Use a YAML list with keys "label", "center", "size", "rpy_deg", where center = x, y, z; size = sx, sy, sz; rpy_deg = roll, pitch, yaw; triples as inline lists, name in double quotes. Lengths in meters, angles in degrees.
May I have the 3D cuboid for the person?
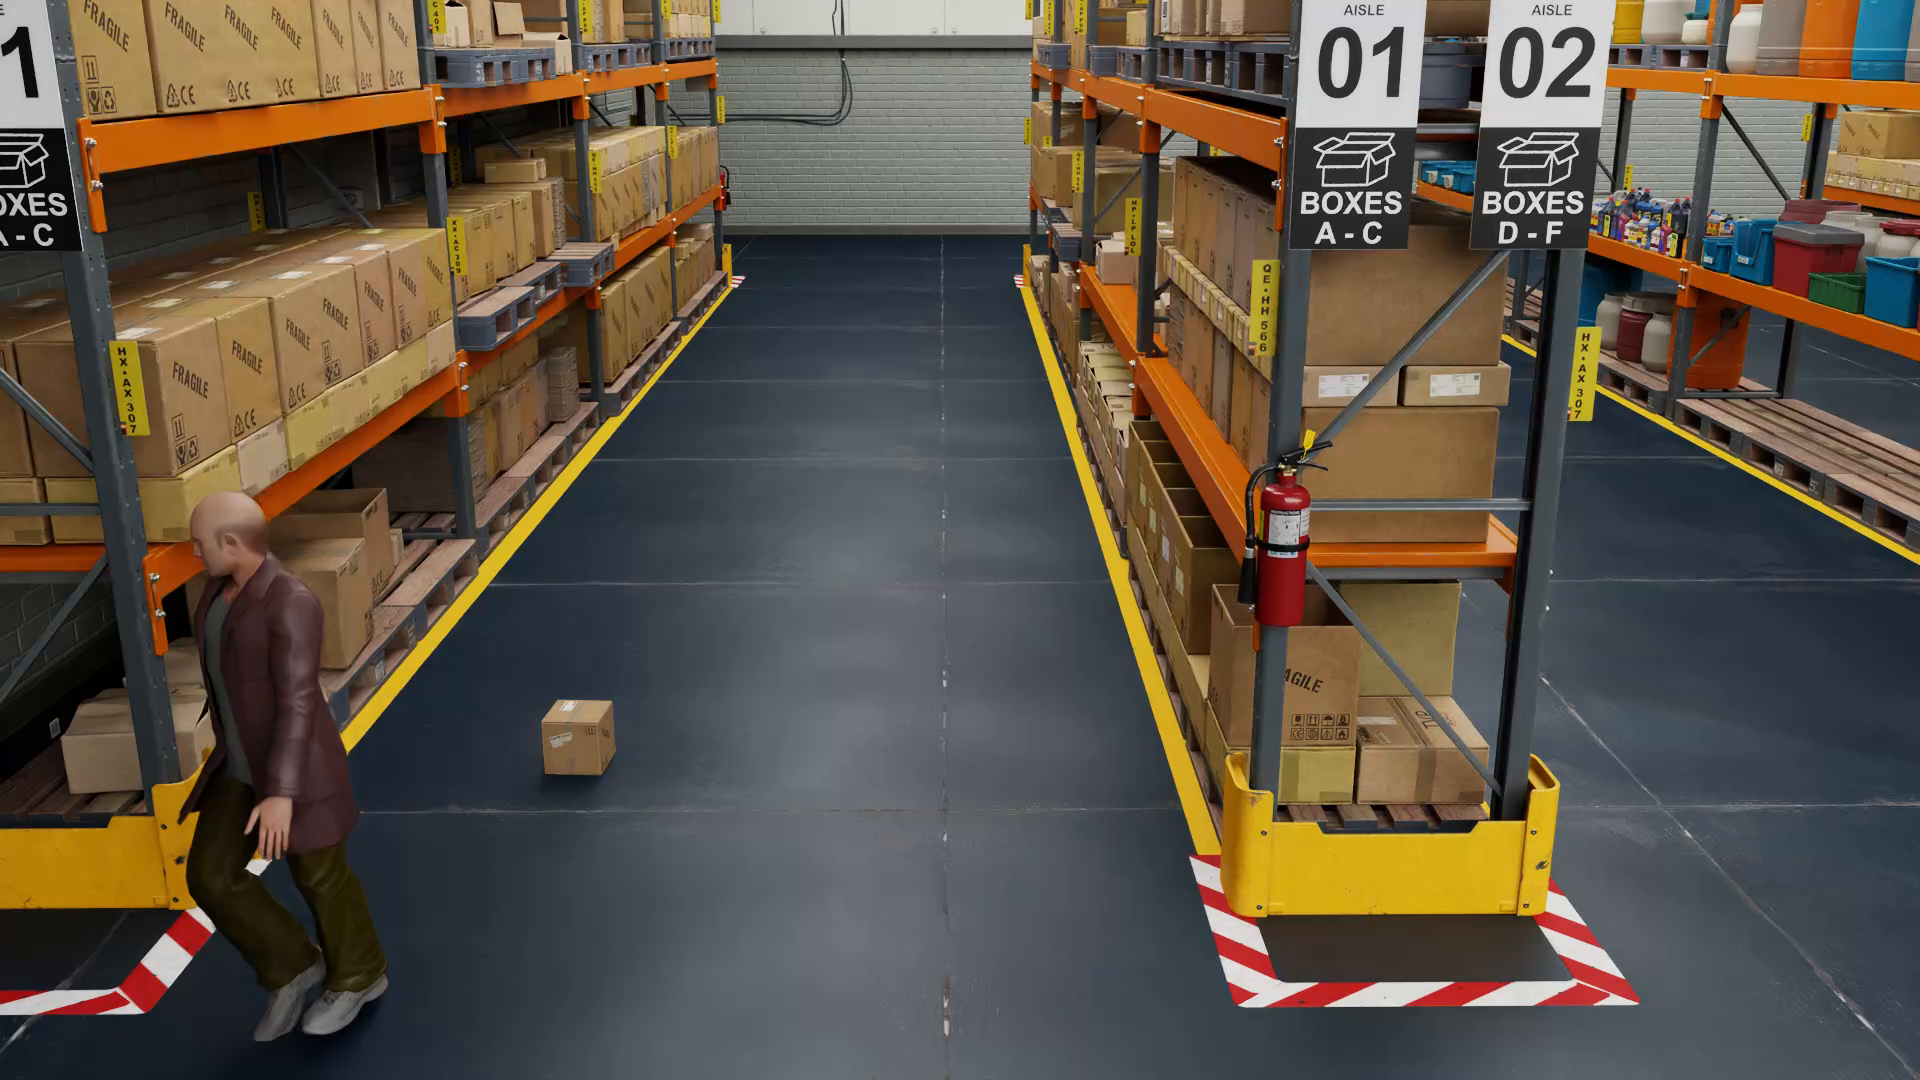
- label: "person"
  center: [-2.126, 0.743, 5.159]
  size: [0.654, 1.844, 0.545]
  rpy_deg: [11, 20, 31]
